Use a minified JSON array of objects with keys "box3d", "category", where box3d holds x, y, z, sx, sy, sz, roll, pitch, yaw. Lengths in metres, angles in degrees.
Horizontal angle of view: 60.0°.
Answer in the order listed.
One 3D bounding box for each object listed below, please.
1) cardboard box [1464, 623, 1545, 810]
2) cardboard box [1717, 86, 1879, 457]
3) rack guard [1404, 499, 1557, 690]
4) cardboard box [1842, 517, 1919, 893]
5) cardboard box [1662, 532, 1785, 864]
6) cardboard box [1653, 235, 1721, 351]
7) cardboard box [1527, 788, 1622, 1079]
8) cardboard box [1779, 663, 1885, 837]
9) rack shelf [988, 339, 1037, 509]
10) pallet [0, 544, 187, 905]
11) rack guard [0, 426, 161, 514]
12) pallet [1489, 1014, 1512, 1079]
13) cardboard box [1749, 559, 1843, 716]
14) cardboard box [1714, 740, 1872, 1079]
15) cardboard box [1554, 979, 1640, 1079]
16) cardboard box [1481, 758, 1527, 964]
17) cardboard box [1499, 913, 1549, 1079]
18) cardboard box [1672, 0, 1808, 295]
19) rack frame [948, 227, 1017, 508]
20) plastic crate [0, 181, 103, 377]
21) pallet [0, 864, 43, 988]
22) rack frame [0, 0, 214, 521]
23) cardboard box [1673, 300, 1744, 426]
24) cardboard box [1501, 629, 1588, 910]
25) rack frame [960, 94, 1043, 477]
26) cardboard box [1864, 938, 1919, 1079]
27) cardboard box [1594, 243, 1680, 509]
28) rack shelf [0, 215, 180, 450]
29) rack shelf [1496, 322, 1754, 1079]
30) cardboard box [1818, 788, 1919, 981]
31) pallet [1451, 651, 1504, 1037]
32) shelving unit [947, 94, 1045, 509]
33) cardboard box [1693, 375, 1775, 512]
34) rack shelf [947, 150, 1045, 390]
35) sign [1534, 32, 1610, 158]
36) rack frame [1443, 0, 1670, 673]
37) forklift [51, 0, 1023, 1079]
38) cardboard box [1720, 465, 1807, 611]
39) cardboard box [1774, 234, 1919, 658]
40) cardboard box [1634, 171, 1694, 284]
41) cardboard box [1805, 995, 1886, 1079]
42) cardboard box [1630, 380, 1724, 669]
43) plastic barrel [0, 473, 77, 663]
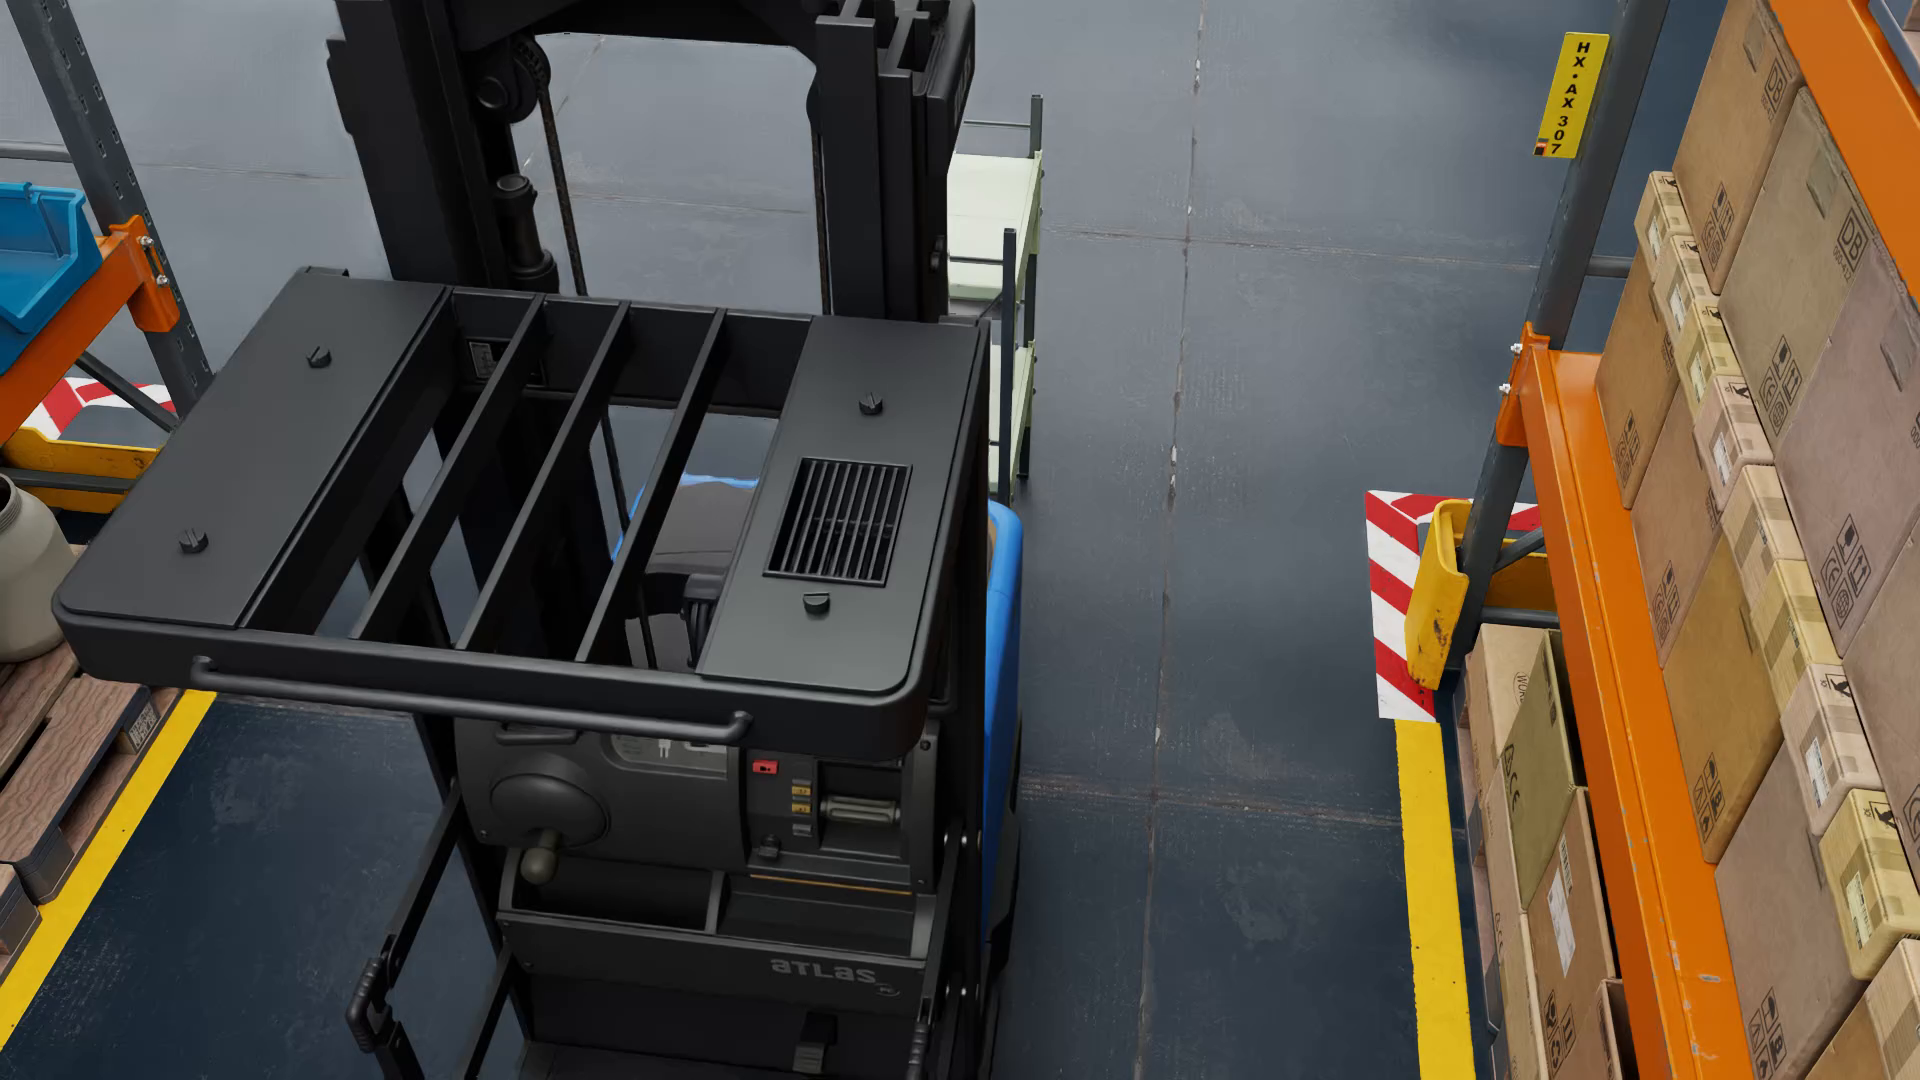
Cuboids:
[{"box3d":[1.730,0.520,4.713,0.500,0.250,0.500,5,44,6],"category":"cardboard box"},{"box3d":[1.876,-0.466,3.045,0.700,0.500,0.500,4,44,4],"category":"cardboard box"},{"box3d":[2.025,0.220,5.154,1.175,0.500,0.348,5,44,6],"category":"rack guard"},{"box3d":[1.744,0.219,2.321,0.700,0.500,0.500,5,44,6],"category":"cardboard box"},{"box3d":[1.811,0.306,3.173,0.700,0.500,0.500,6,44,6],"category":"cardboard box"},{"box3d":[1.724,-0.515,3.568,0.380,0.149,0.250,4,44,4],"category":"cardboard box"},{"box3d":[1.613,0.931,3.734,0.500,0.500,0.500,5,44,6],"category":"cardboard box"},{"box3d":[1.552,0.353,2.652,0.380,0.149,0.250,6,44,6],"category":"cardboard box"},{"box3d":[0.001,-0.312,5.463,0.431,0.370,0.720,5,44,6],"category":"rack shelf"},{"box3d":[-2.964,0.498,5.070,1.003,0.211,1.213,5,44,6],"category":"pallet"},{"box3d":[-2.851,-0.160,5.555,1.175,0.500,0.348,5,44,6],"category":"rack guard"},{"box3d":[1.798,1.696,3.806,1.003,0.211,1.213,5,44,6],"category":"pallet"},{"box3d":[1.588,0.183,2.831,0.380,0.149,0.250,5,44,5],"category":"cardboard box"},{"box3d":[1.745,0.665,2.793,0.700,0.500,0.500,6,44,7],"category":"cardboard box"},{"box3d":[1.529,1.270,3.376,0.500,0.500,0.500,5,44,6],"category":"cardboard box"},{"box3d":[1.668,0.861,4.353,0.500,0.250,0.500,5,44,6],"category":"cardboard box"},{"box3d":[1.601,1.202,3.993,0.500,0.250,0.500,5,44,6],"category":"cardboard box"},{"box3d":[1.940,-0.825,3.424,0.700,0.500,0.500,5,44,6],"category":"cardboard box"},{"box3d":[-0.048,-0.300,4.976,0.400,1.500,0.023,5,44,6],"category":"rack frame"},{"box3d":[-2.657,-0.701,4.417,0.499,0.251,0.616,5,44,6],"category":"plastic crate"},{"box3d":[-3.128,1.327,4.195,1.003,0.211,1.213,5,44,6],"category":"pallet"},{"box3d":[-2.888,-1.124,4.755,1.000,3.000,0.127,5,44,6],"category":"rack frame"},{"box3d":[1.690,-0.345,3.388,0.380,0.149,0.250,5,44,6],"category":"cardboard box"},{"box3d":[1.666,0.589,4.095,0.500,0.500,0.500,5,44,6],"category":"cardboard box"},{"box3d":[0.049,-0.799,5.503,0.400,1.500,0.023,5,44,6],"category":"rack frame"},{"box3d":[1.486,0.713,2.271,0.380,0.149,0.250,6,44,7],"category":"cardboard box"},{"box3d":[1.947,-0.390,3.908,0.700,0.500,0.500,5,44,6],"category":"cardboard box"},{"box3d":[-3.152,0.501,3.563,1.077,0.370,4.000,5,44,6],"category":"rack shelf"},{"box3d":[1.757,0.953,3.085,1.077,0.370,4.000,5,44,6],"category":"rack shelf"},{"box3d":[1.518,0.532,2.462,0.380,0.149,0.250,7,44,7],"category":"cardboard box"},{"box3d":[1.962,0.867,4.681,1.003,0.211,1.213,5,44,6],"category":"pallet"},{"box3d":[0.001,-0.549,5.239,0.431,1.500,0.755,5,44,6],"category":"shelving unit"},{"box3d":[1.654,-0.173,3.207,0.380,0.149,0.250,5,44,5],"category":"cardboard box"},{"box3d":[0.001,-0.833,4.971,0.431,0.370,0.720,5,44,6],"category":"rack shelf"},{"box3d":[1.472,-1.069,4.010,0.100,0.325,0.005,5,44,6],"category":"sign"},{"box3d":[2.022,-0.671,4.277,1.000,3.000,0.127,5,44,6],"category":"rack frame"},{"box3d":[-0.531,0.575,3.011,1.130,2.935,3.031,5,44,6],"category":"forklift"},{"box3d":[1.621,0.009,3.015,0.380,0.149,0.250,4,44,4],"category":"cardboard box"},{"box3d":[1.810,-0.123,2.682,0.700,0.500,0.500,5,44,6],"category":"cardboard box"},{"box3d":[1.756,-0.695,3.758,0.380,0.149,0.250,5,44,5],"category":"cardboard box"},{"box3d":[1.679,1.014,2.425,0.700,0.500,0.500,6,44,6],"category":"cardboard box"},{"box3d":[1.883,-0.032,3.529,0.700,0.500,0.500,6,44,7],"category":"cardboard box"},{"box3d":[-2.899,0.083,4.985,0.421,0.512,0.421,0,43,0],"category":"plastic barrel"}]
